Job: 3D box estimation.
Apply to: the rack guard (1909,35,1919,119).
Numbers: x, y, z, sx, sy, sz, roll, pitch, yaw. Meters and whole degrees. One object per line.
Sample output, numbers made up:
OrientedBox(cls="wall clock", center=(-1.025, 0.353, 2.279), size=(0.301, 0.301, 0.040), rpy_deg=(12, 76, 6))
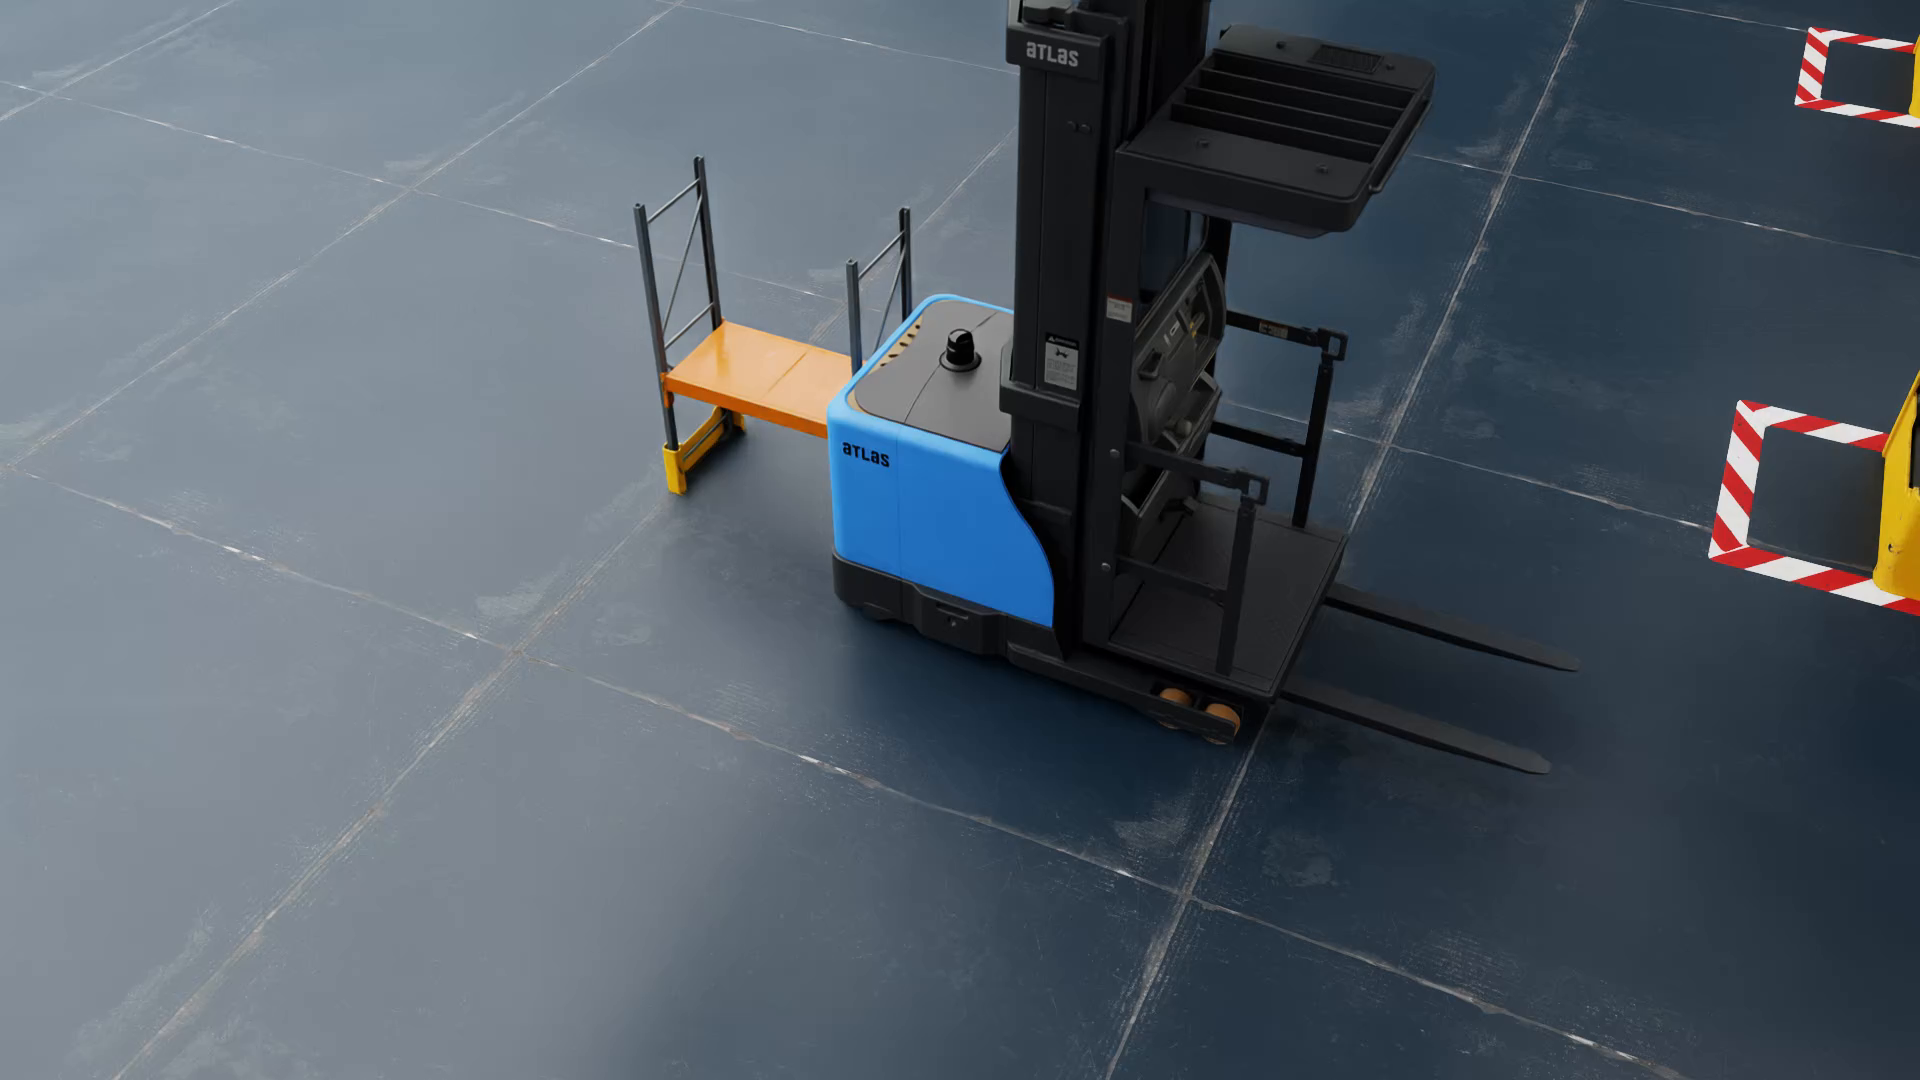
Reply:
OrientedBox(cls="rack guard", center=(6.570, -3.241, 10.991), size=(0.348, 0.500, 1.175), rpy_deg=(17, 44, 19))

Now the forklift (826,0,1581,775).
OrientedBox(cls="forklift", center=(1.005, -0.686, 6.187), size=(3.031, 2.935, 1.130), rpy_deg=(18, 44, 19))

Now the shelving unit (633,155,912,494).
OrientedBox(cls="shelving unit", center=(-0.780, -0.821, 7.437), size=(1.083, 1.500, 0.587), rpy_deg=(18, 44, 19))

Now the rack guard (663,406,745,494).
OrientedBox(cls="rack guard", center=(-1.228, -0.492, 8.011), size=(0.087, 0.250, 0.587), rpy_deg=(18, 44, 19))

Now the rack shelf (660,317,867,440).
OrientedBox(cls="rack shelf", center=(-0.788, -0.688, 7.557), size=(1.000, 0.185, 0.538), rpy_deg=(18, 44, 19))

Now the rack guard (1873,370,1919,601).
OrientedBox(cls="rack guard", center=(4.456, -0.273, 7.567), size=(0.348, 0.500, 1.175), rpy_deg=(17, 44, 19))

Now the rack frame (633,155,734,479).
OrientedBox(cls="rack frame", center=(-1.245, -0.970, 7.608), size=(0.032, 1.500, 0.500), rpy_deg=(18, 44, 19))

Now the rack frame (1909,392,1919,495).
OrientedBox(cls="rack frame", center=(4.387, -1.238, 6.773), size=(0.127, 3.000, 1.000), rpy_deg=(17, 44, 19))

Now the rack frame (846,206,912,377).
OrientedBox(cls="rack frame", center=(-0.331, -0.678, 7.271), size=(0.032, 1.500, 0.500), rpy_deg=(18, 44, 19))
